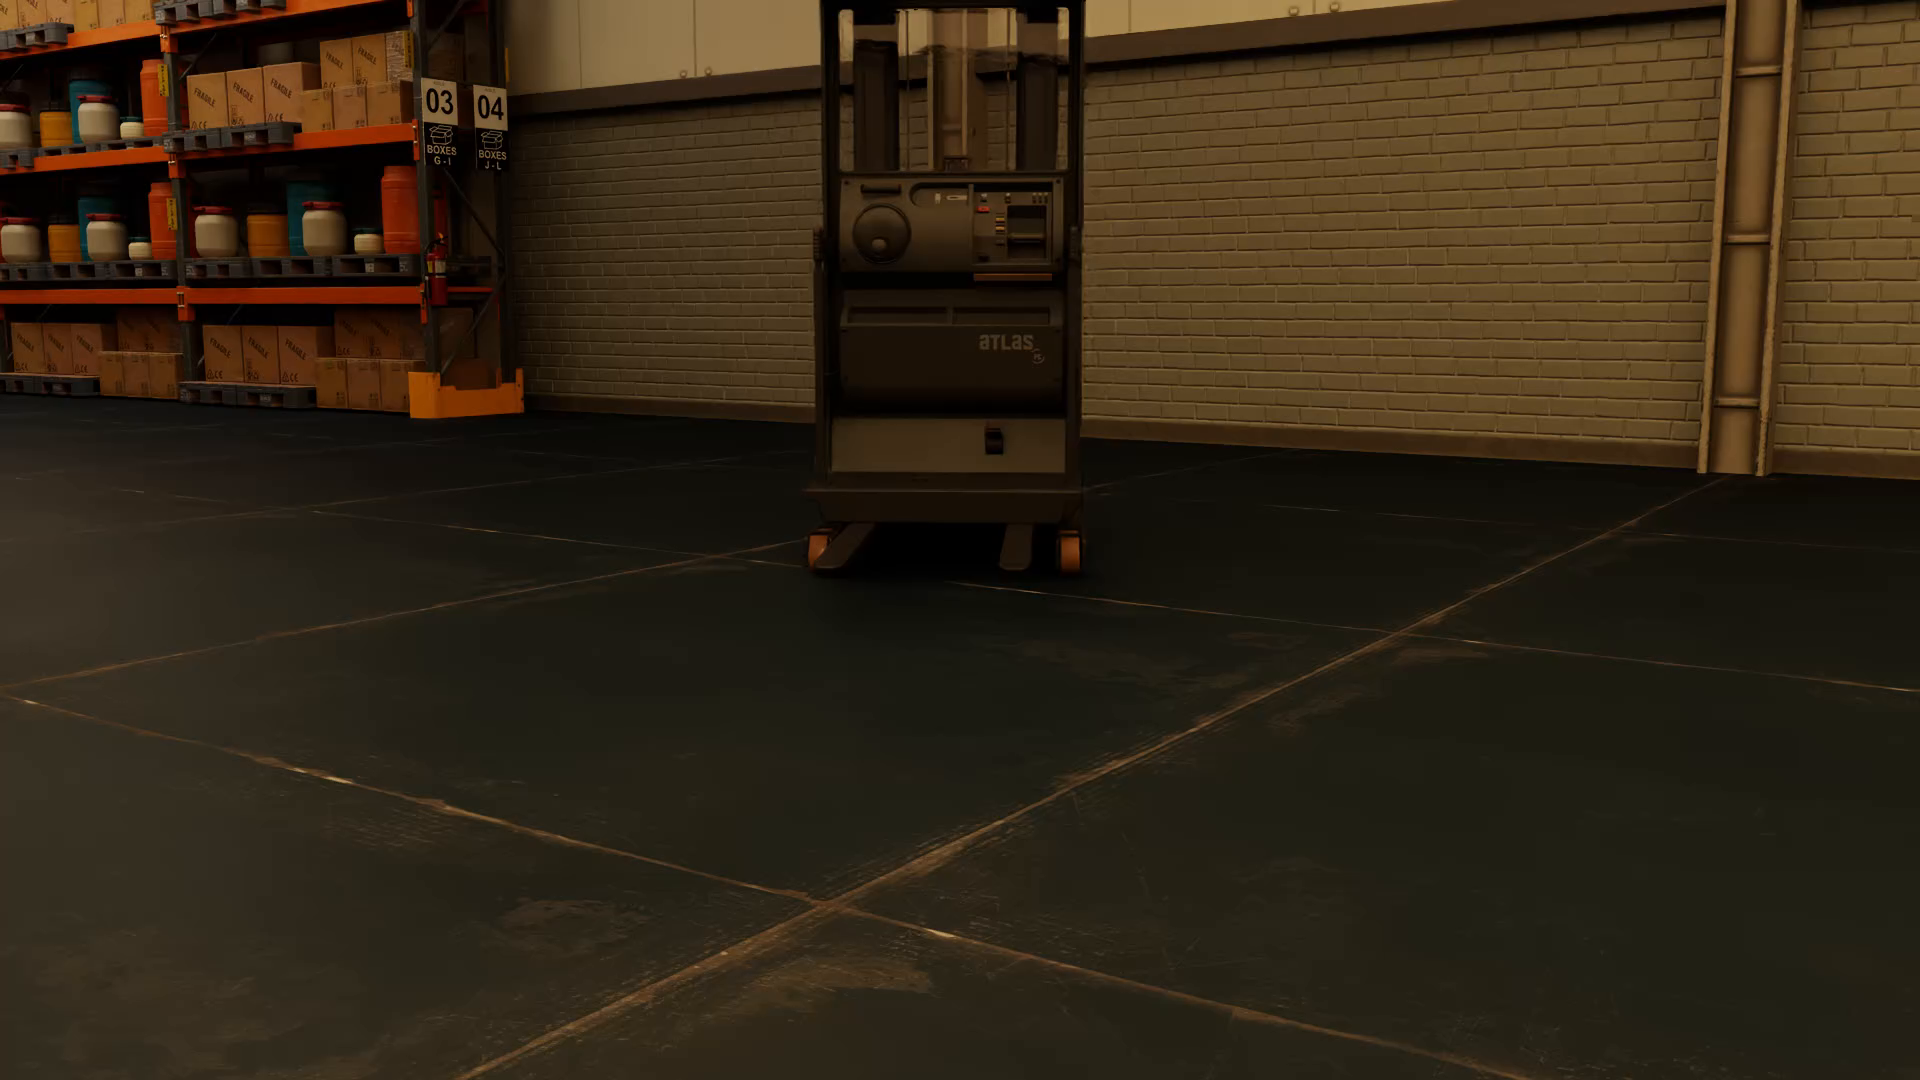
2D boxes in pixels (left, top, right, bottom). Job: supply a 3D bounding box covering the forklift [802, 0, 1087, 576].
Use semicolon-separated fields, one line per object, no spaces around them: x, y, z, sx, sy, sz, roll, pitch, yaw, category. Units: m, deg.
-0.044;-1.351;6.695;1.130;2.935;3.031;0;8;3;forklift
